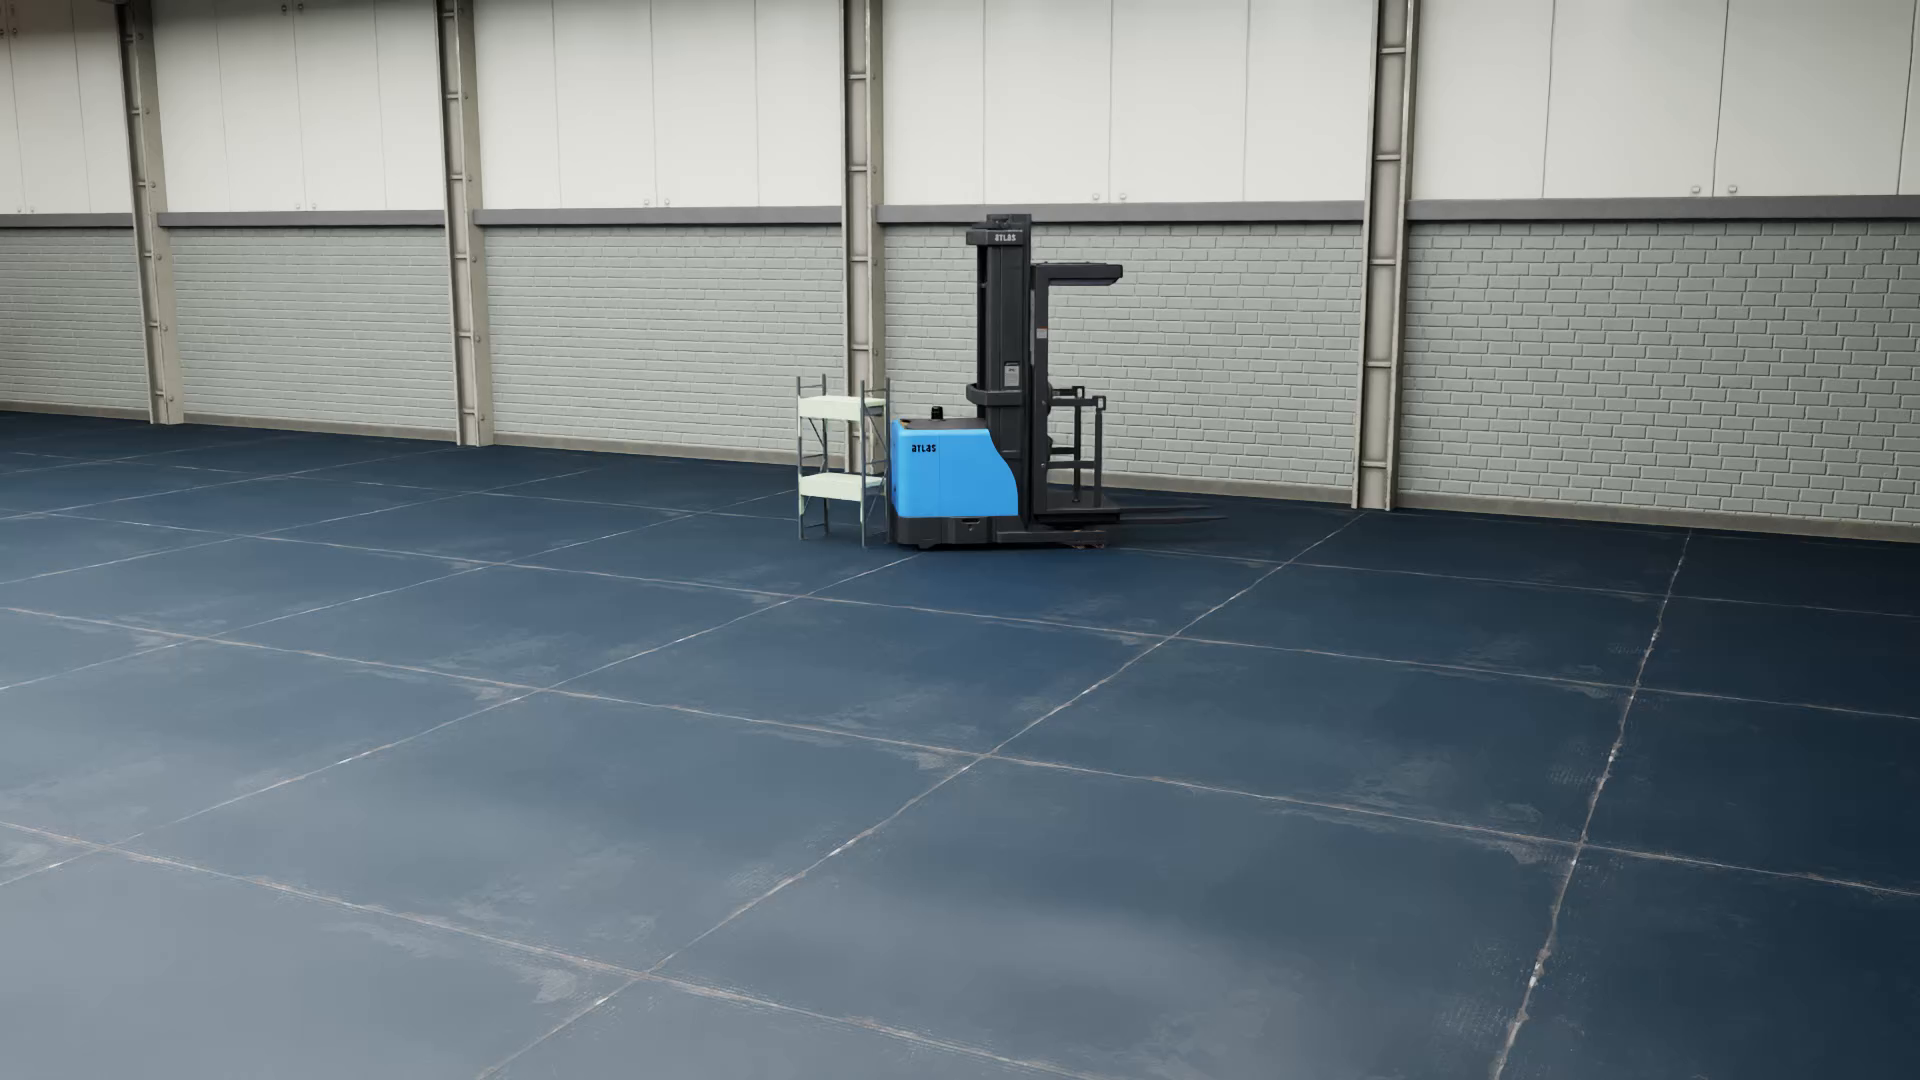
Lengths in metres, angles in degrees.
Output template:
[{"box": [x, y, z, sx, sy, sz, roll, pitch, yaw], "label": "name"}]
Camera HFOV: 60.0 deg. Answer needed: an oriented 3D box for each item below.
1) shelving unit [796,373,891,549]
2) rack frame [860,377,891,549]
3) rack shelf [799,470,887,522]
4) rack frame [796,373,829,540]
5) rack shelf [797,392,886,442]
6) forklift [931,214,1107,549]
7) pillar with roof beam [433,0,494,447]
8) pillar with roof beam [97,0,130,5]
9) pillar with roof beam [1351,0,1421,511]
[{"box": [-1.051, -0.727, 15.058, 0.755, 1.500, 0.431, 7, 12, 34], "label": "shelving unit"}, {"box": [-0.750, -0.690, 14.853, 0.023, 1.500, 0.400, 7, 12, 34], "label": "rack frame"}, {"box": [-1.051, -0.407, 15.116, 0.720, 0.370, 0.431, 7, 12, 34], "label": "rack shelf"}, {"box": [-1.352, -0.765, 15.263, 0.023, 1.500, 0.400, 7, 12, 34], "label": "rack frame"}, {"box": [-1.051, -1.111, 14.988, 0.720, 0.370, 0.431, 7, 12, 34], "label": "rack shelf"}, {"box": [0.904, -1.454, 15.055, 3.031, 2.935, 1.121, -1, 10, -7], "label": "forklift"}, {"box": [-8.406, -5.023, 17.736, 0.400, 9.000, 9.100, 5, 11, 26], "label": "pillar with roof beam"}, {"box": [-13.871, -8.424, 19.645, 0.548, 2.987, 8.718, 5, 11, 26], "label": "pillar with roof beam"}, {"box": [2.356, -4.077, 12.512, 0.400, 9.000, 9.100, 5, 11, 26], "label": "pillar with roof beam"}]
